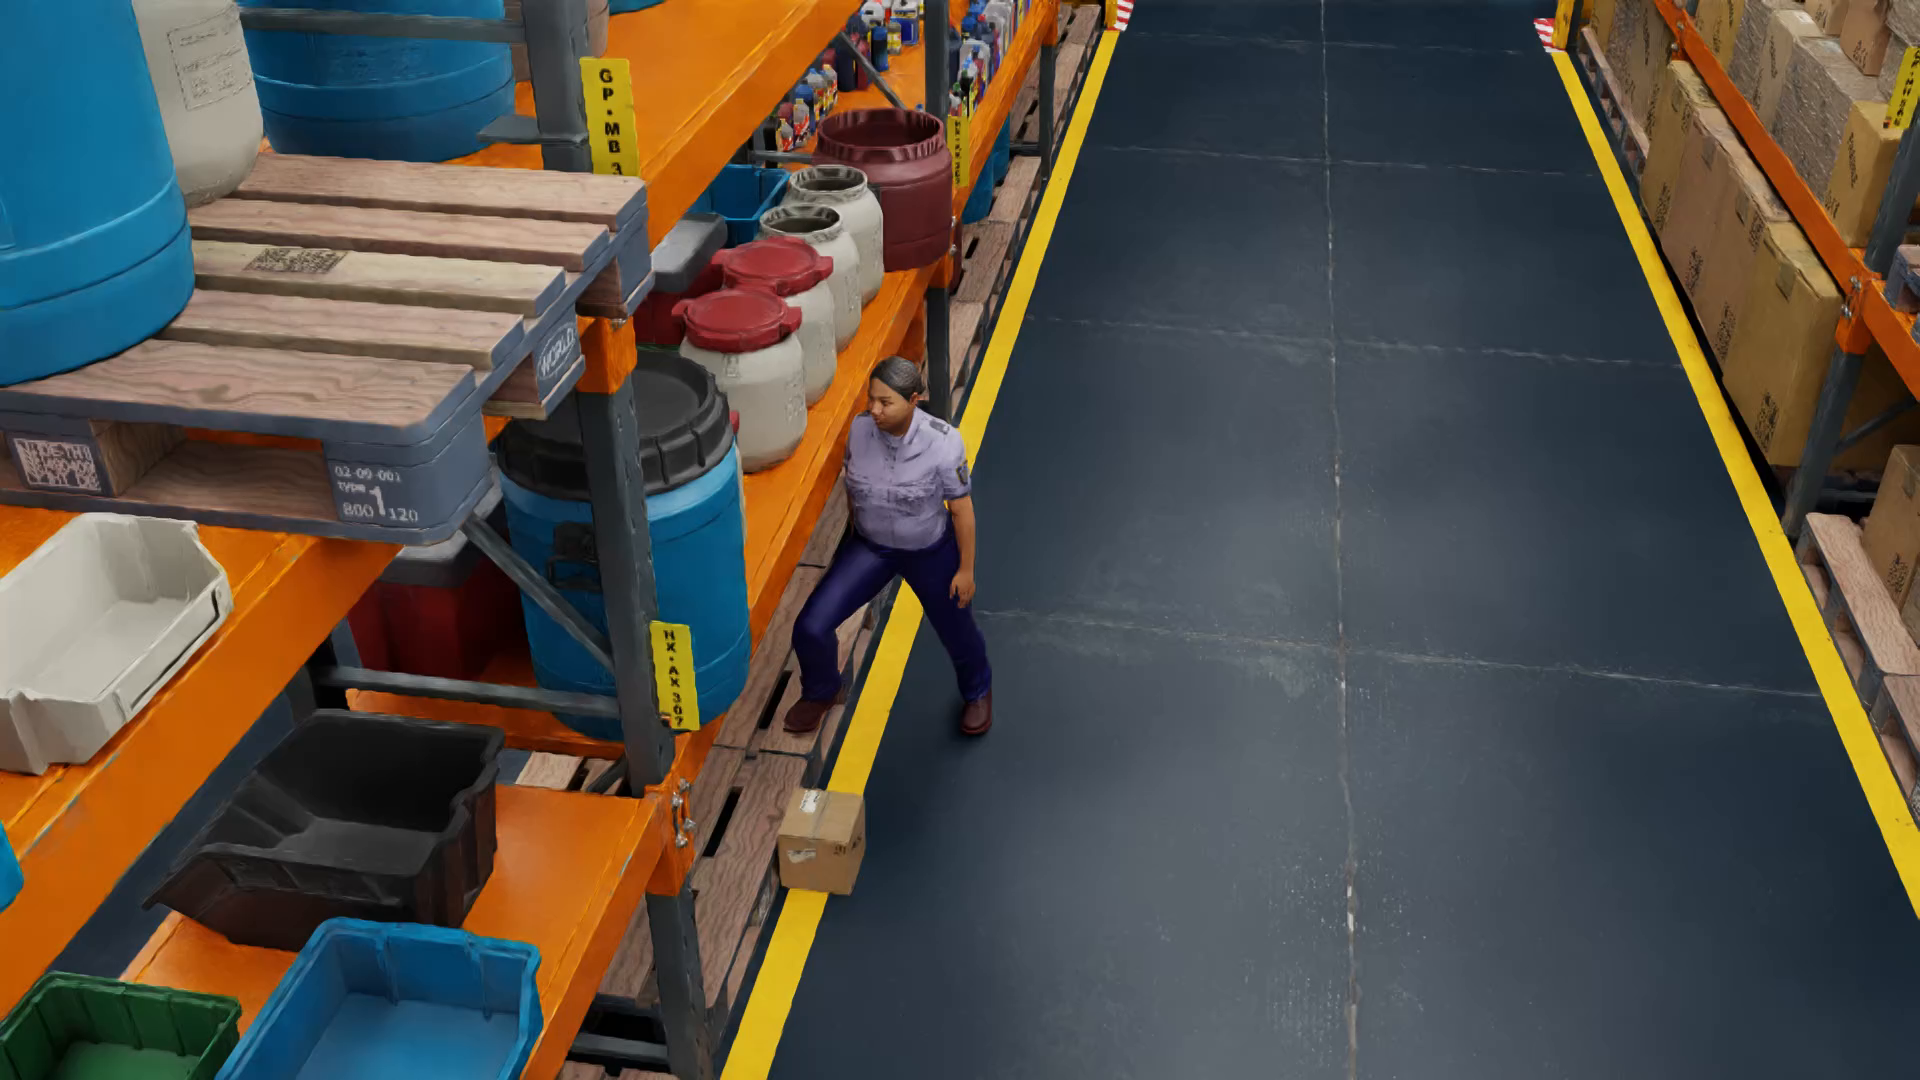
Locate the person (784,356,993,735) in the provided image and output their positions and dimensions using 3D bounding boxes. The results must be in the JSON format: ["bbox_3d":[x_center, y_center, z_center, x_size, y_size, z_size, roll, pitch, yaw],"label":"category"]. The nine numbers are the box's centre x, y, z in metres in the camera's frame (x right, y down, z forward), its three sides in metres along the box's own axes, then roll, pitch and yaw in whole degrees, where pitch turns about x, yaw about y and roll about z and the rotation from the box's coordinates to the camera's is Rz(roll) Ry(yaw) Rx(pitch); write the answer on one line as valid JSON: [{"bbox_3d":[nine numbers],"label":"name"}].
[{"bbox_3d":[-0.242,0.081,6.018,0.648,1.617,0.755,11,34,17],"label":"person"}]
